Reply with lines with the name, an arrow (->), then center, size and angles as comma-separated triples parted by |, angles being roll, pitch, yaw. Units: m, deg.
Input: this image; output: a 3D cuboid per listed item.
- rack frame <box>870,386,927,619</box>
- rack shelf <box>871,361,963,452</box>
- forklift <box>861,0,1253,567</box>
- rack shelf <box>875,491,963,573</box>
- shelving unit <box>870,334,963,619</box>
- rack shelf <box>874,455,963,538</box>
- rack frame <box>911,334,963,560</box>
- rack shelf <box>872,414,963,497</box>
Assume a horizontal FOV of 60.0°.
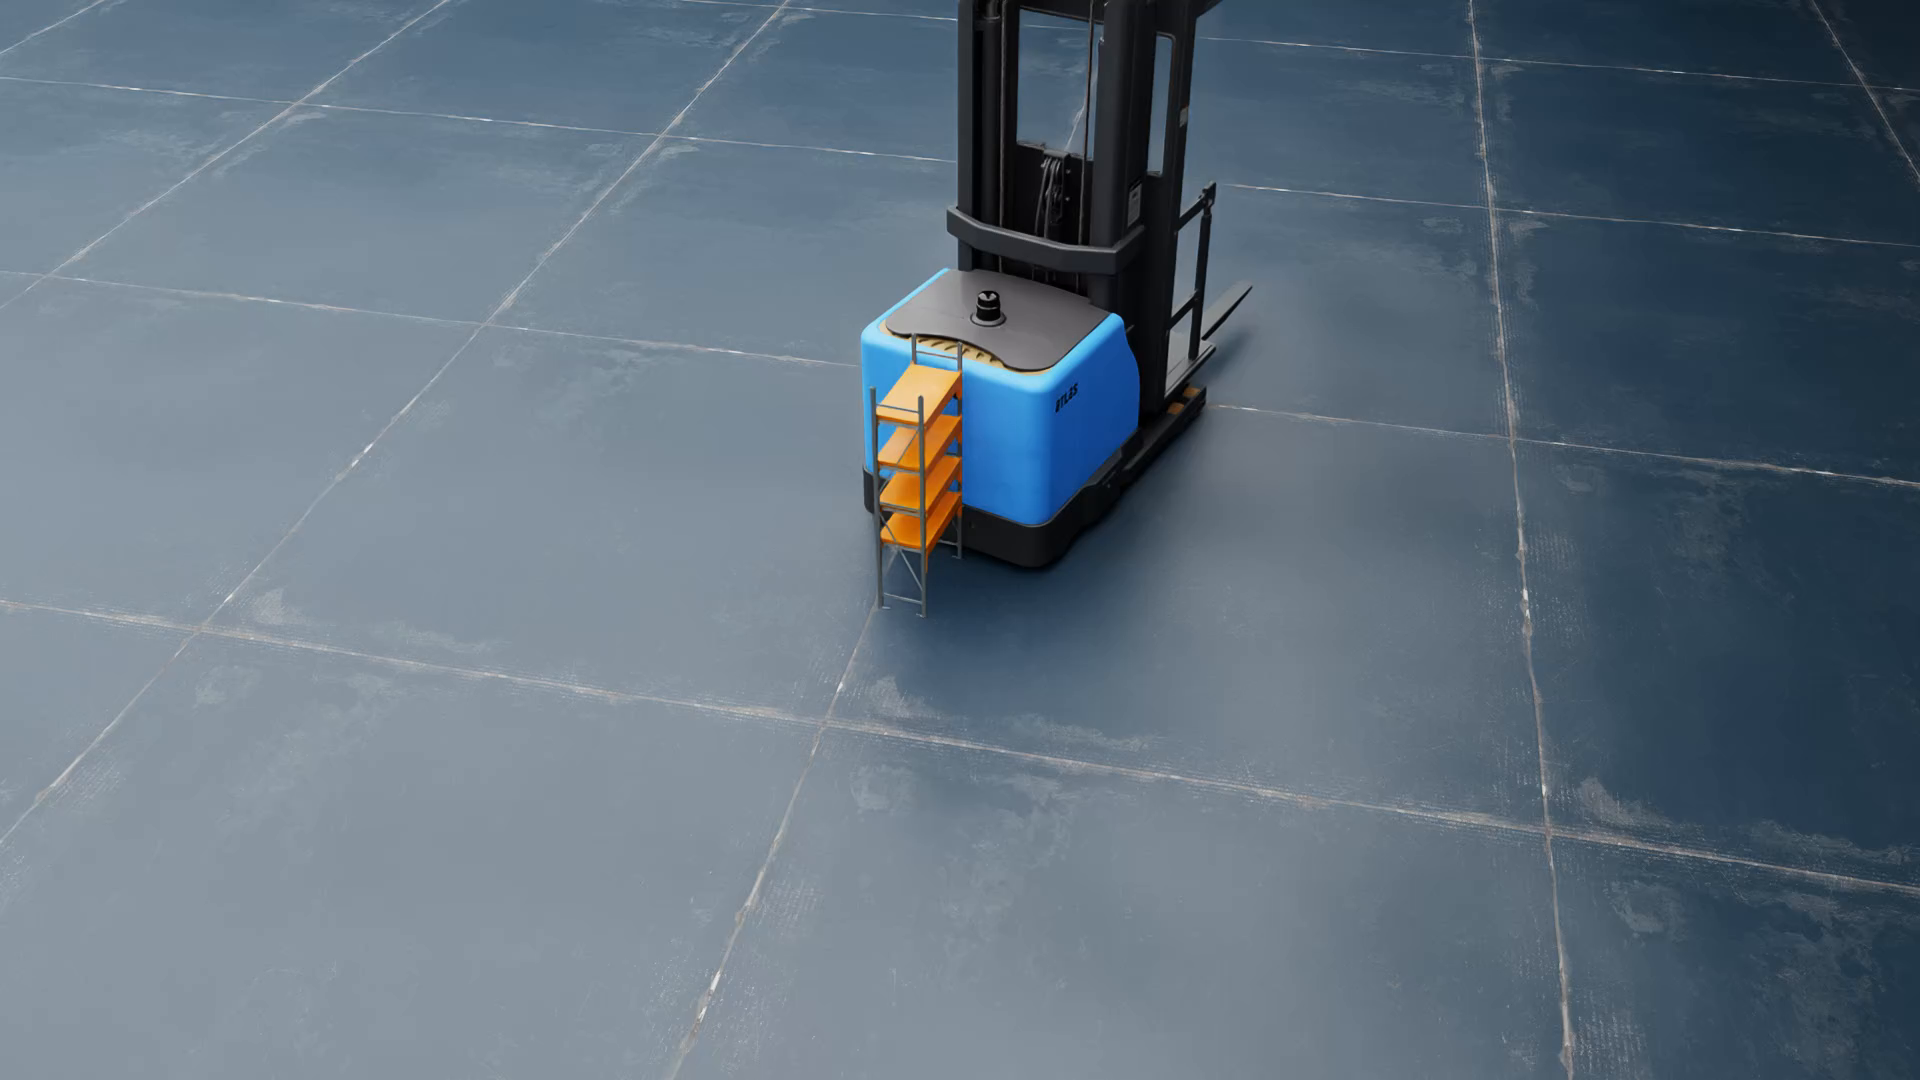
rack frame -> -0.269, -0.146, 7.429 | 0.240, 1.200, 0.015 | 12, 38, 16
rack shelf -> -0.186, -0.599, 7.385 | 0.258, 0.148, 0.480 | 12, 38, 16
forklift -> 0.703, -1.895, 8.368 | 1.130, 2.935, 3.031 | 19, 40, 24
rack shelf -> -0.186, -0.066, 7.771 | 0.258, 0.148, 0.480 | 12, 38, 16
shelving unit -> -0.186, -0.281, 7.615 | 0.258, 1.200, 0.503 | 12, 38, 16
rack shelf -> -0.186, -0.226, 7.655 | 0.258, 0.148, 0.480 | 12, 38, 16
rack frame -> -0.104, -0.416, 7.801 | 0.240, 1.200, 0.015 | 12, 38, 16
rack shelf -> -0.186, -0.408, 7.523 | 0.258, 0.148, 0.480 | 12, 38, 16
